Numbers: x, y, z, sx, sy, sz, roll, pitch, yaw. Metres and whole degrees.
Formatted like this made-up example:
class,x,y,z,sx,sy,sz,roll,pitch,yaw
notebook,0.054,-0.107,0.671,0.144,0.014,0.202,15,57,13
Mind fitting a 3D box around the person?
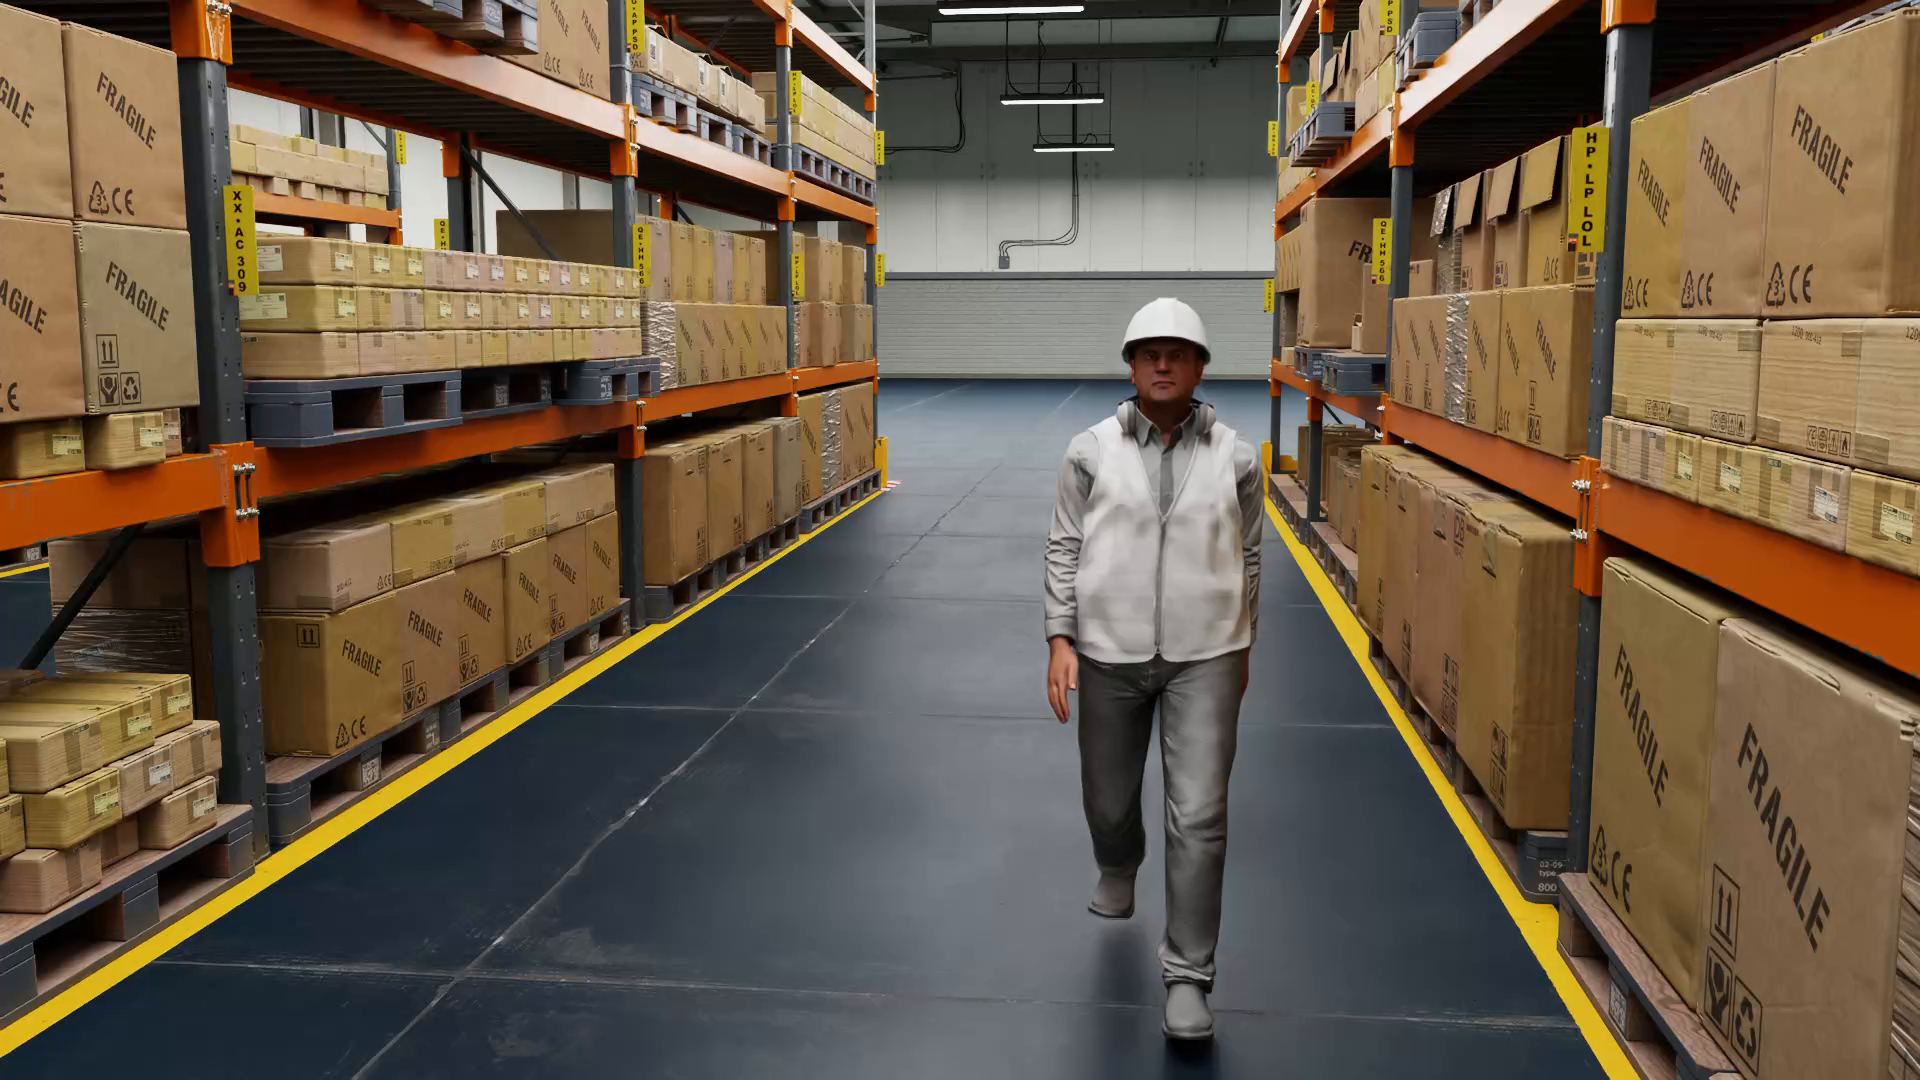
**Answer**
class,x,y,z,sx,sy,sz,roll,pitch,yaw
person,0.483,0.269,4.174,0.545,1.739,0.942,1,8,8
